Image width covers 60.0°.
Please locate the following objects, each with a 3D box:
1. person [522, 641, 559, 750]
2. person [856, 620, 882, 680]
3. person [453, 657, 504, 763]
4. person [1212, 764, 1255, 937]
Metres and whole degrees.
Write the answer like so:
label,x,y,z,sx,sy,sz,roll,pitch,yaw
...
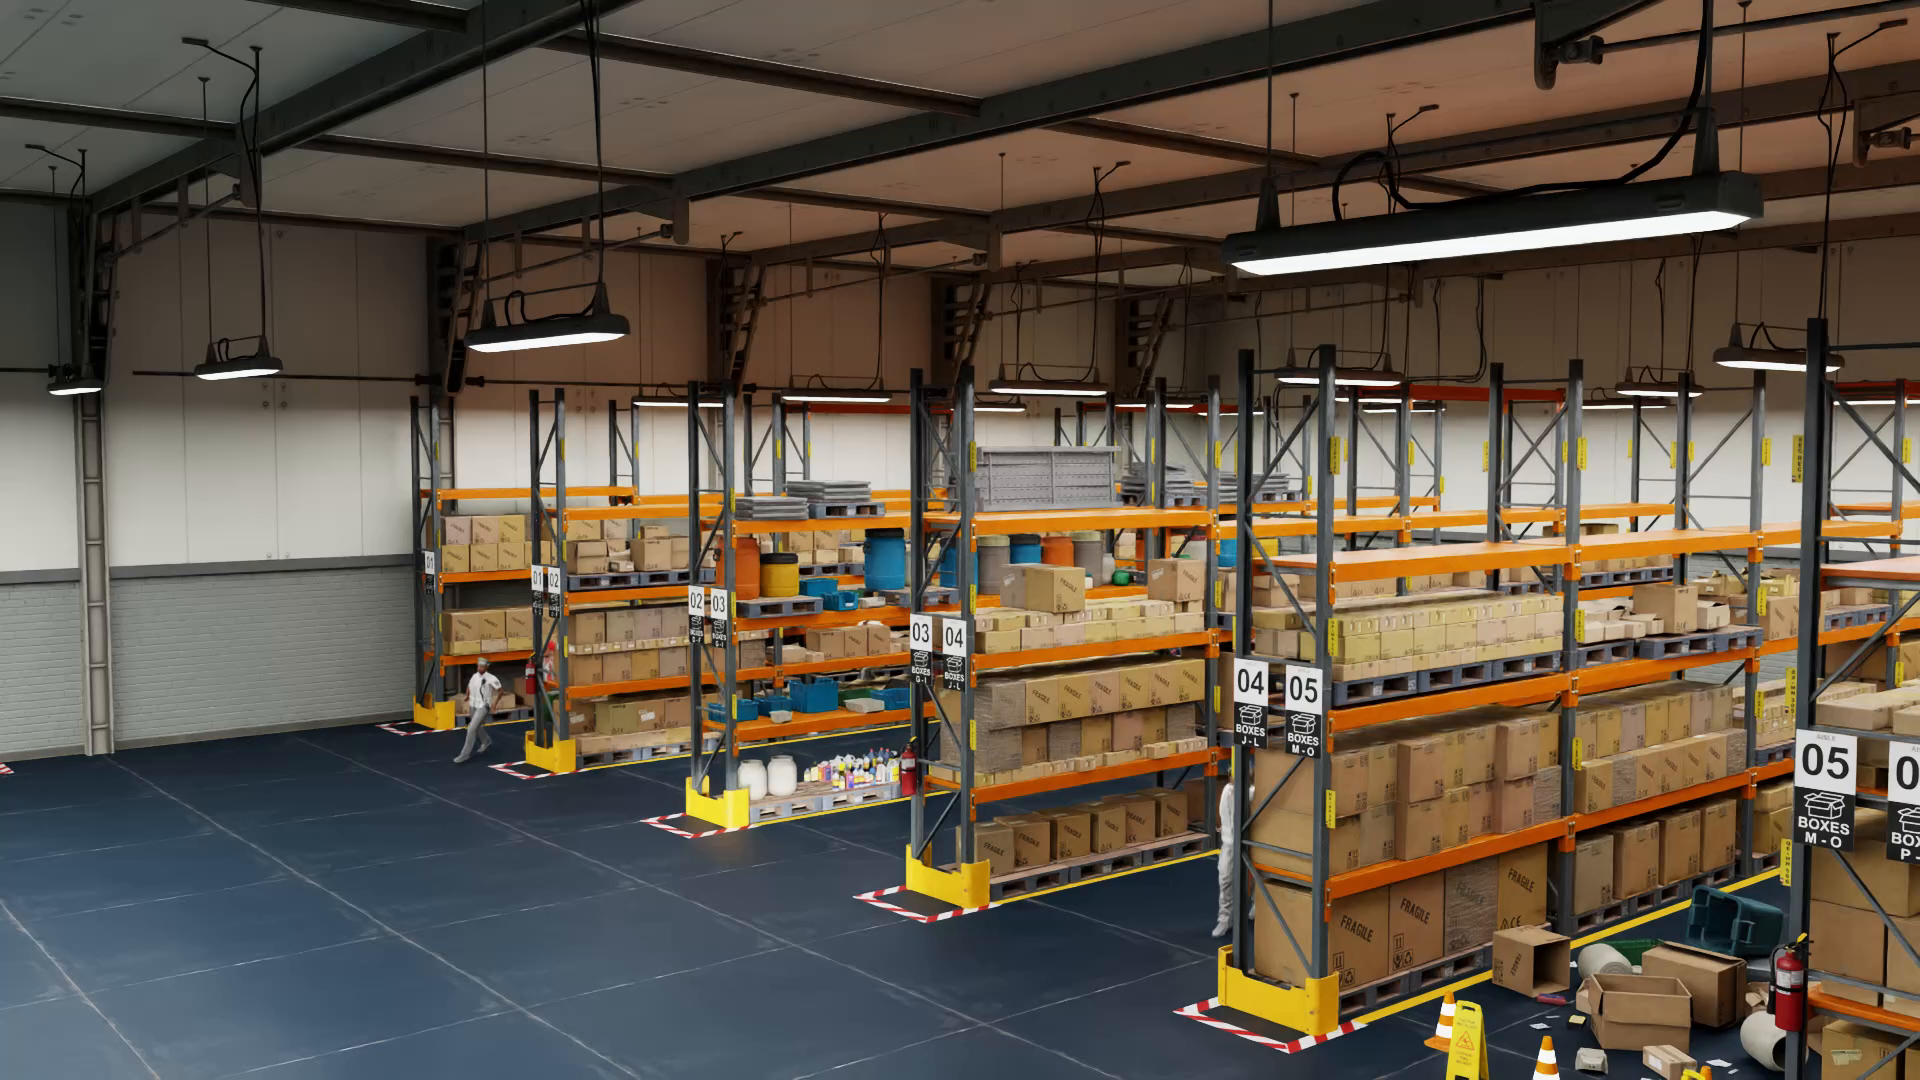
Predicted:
label,x,y,z,sx,sy,sz,roll,pitch,yaw
person,-7.002,2.564,28.126,0.675,1.683,1.049,3,5,42
person,-1.875,2.279,33.335,0.698,1.804,0.981,3,4,39
person,-7.803,2.727,27.020,0.660,1.673,0.924,2,4,29
person,3.003,3.234,17.579,0.655,1.827,0.877,3,4,41
